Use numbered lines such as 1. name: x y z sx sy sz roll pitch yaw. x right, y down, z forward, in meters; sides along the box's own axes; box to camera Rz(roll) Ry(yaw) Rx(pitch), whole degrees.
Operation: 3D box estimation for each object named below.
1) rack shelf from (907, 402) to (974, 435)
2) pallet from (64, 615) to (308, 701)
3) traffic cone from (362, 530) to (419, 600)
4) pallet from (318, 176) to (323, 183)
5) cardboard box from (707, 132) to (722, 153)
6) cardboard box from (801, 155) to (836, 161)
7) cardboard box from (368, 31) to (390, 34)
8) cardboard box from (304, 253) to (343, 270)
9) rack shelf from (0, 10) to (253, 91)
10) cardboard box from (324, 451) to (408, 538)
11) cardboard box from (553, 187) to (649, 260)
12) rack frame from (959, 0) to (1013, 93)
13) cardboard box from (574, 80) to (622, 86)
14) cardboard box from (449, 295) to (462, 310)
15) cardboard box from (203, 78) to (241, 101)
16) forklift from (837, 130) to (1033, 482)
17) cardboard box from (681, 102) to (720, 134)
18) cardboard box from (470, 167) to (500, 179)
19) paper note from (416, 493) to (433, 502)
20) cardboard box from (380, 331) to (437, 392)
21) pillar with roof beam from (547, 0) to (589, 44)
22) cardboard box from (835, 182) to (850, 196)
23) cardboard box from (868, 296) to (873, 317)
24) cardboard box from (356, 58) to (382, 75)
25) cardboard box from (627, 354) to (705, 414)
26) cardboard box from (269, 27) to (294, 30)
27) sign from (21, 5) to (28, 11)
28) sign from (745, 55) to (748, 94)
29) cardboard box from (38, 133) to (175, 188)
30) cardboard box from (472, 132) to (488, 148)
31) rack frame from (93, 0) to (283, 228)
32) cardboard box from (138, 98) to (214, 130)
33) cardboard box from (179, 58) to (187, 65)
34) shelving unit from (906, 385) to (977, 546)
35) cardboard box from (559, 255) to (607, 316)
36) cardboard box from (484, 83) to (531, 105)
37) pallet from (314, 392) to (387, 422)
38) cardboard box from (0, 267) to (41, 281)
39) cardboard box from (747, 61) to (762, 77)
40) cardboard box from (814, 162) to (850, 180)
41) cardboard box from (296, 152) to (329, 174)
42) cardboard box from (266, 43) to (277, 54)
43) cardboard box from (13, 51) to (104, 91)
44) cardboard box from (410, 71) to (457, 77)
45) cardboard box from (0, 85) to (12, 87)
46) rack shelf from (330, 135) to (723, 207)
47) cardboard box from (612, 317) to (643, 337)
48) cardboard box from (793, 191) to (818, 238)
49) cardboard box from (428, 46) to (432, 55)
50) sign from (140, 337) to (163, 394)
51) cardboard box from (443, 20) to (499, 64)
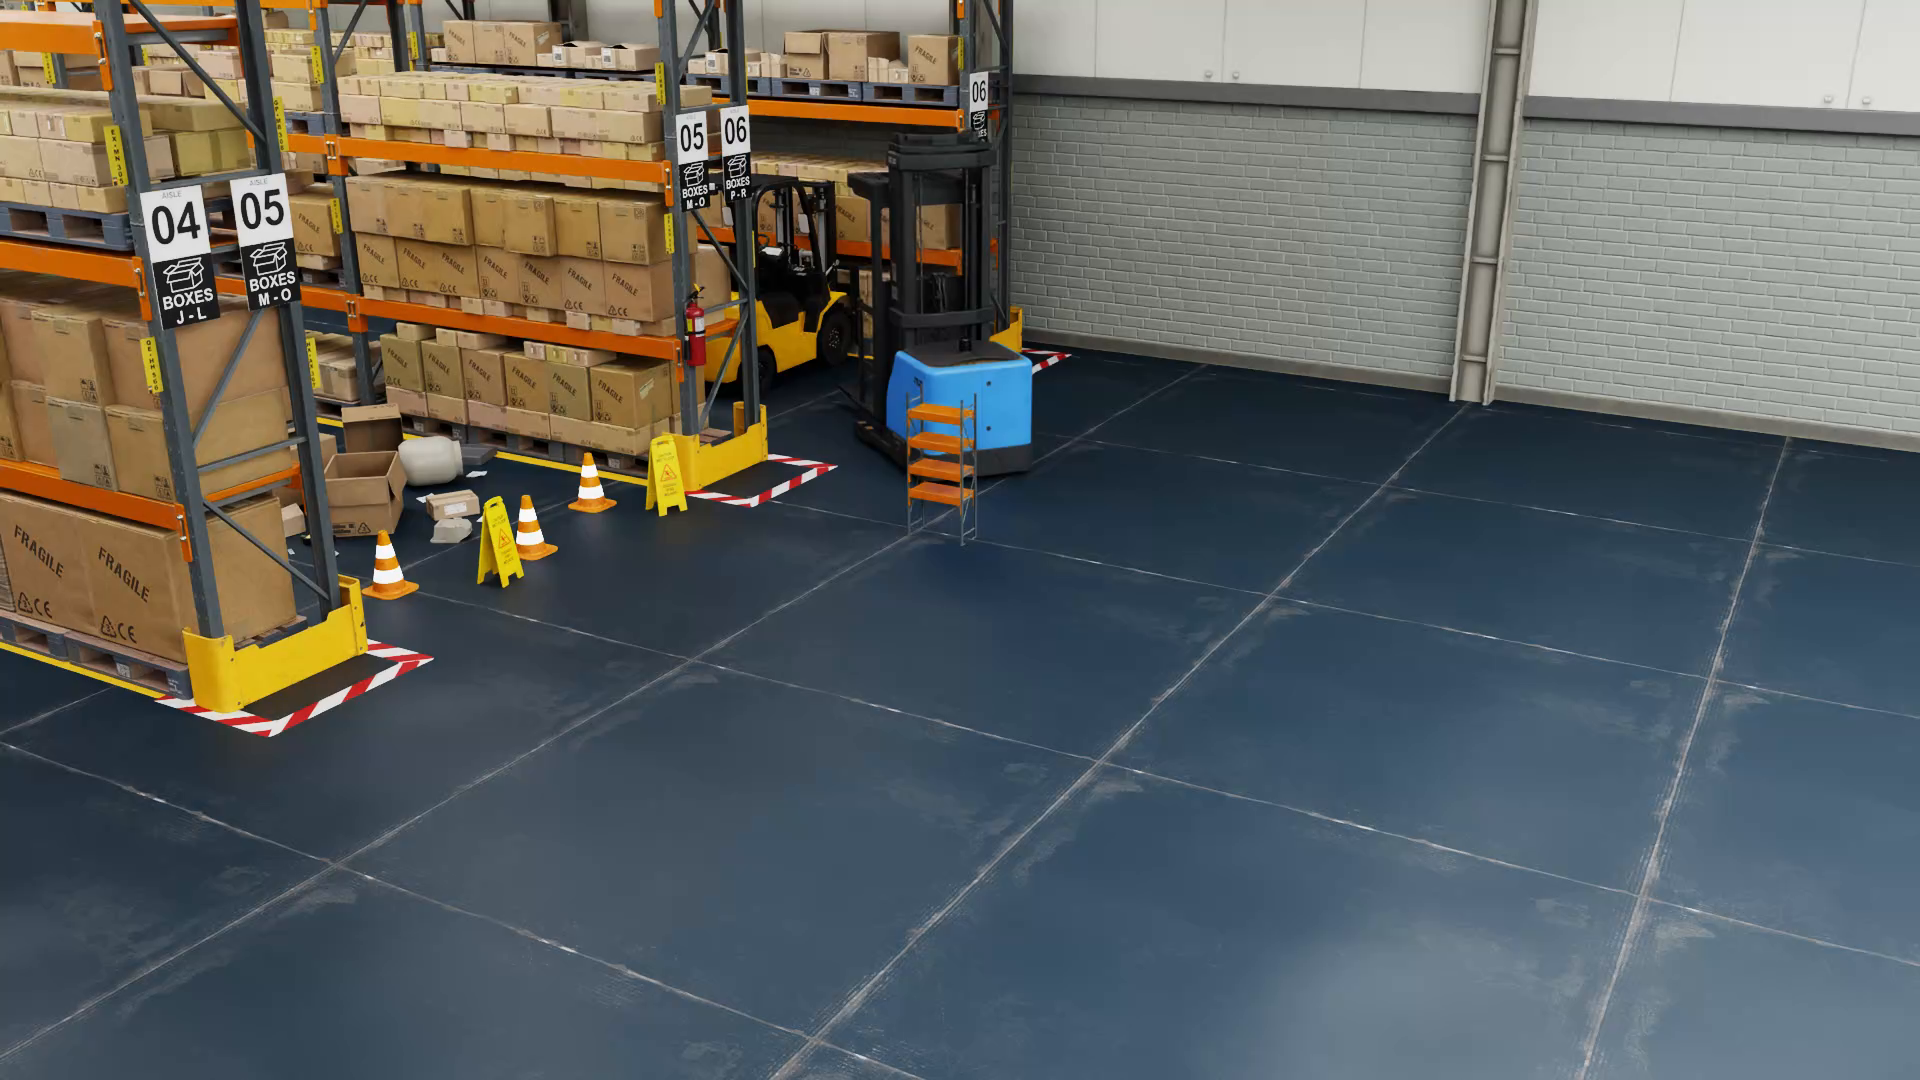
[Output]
1. rack shelf: -0.145 -0.961 13.102 0.480 0.148 0.258 11 23 27
2. pallet: -5.190 0.676 11.193 1.213 0.211 1.003 11 23 27
3. traffic cone: -4.225 0.156 12.257 0.334 0.463 0.336 11 23 27
4. pallet: -9.542 -5.234 23.678 1.213 0.211 1.003 11 23 27
5. cardboard box: -2.259 -3.460 14.474 0.250 0.149 0.380 11 23 27
6. cardboard box: -1.674 -4.466 19.743 0.250 0.149 0.380 11 22 27
7. cardboard box: -7.776 -6.802 22.518 0.250 0.149 0.380 11 23 27
8. cardboard box: -6.204 -2.764 16.339 0.250 0.149 0.380 11 23 28
9. rack shelf: -6.200 -3.152 10.500 4.000 0.370 1.077 11 23 27
10. cardboard box: -4.896 -0.381 13.677 0.637 0.503 0.797 -4 20 -10
11. cardboard box: -3.119 -2.779 14.579 0.500 0.500 0.700 11 23 28
12. rack frame: 0.289 -6.315 17.577 0.127 3.000 1.000 11 23 27
13. cardboard box: -3.200 -3.976 14.729 0.250 0.149 0.380 11 23 27
14. cardboard box: -4.562 -2.267 15.585 0.250 0.149 0.380 11 23 27
15. cardboard box: -7.085 -4.443 16.420 0.500 0.250 0.500 11 23 28
16. forklift: -0.381 -2.353 15.553 1.130 2.935 3.031 -8 21 -21
17. cardboard box: -2.437 -3.658 14.437 0.500 0.250 0.500 10 22 26
18. cardboard box: -5.990 -4.759 21.573 0.500 0.250 0.500 12 23 29
19. paper note: -4.592 -0.365 14.345 0.148 0.019 0.142 -16 26 -38
20. cardboard box: -5.237 -1.760 16.135 0.500 0.500 0.500 12 23 30
21. pillar with roof beam: -7.216 -6.415 17.853 0.400 9.000 9.100 11 23 27
22. cardboard box: -1.282 -4.027 18.969 0.250 0.149 0.380 11 23 28
23. cardboard box: -0.721 -2.709 19.117 0.500 0.250 0.500 11 22 27
24. cardboard box: -7.700 -6.261 22.047 0.500 0.250 0.500 11 23 27
25. cardboard box: -2.718 -1.494 15.401 0.500 0.500 0.500 10 22 26
26. cardboard box: -9.410 -7.076 23.244 0.250 0.149 0.380 10 22 26
27. sign: -13.943 -7.815 24.829 0.005 0.325 0.100 11 23 27
28. sign: -1.864 -3.999 14.309 0.005 0.325 0.100 11 23 27
29. cardboard box: -5.017 -2.248 9.785 0.500 0.250 0.500 11 23 28
30. cardboard box: -4.119 -3.591 14.836 0.250 0.149 0.380 11 23 28
31. rack frame: -4.454 -3.346 9.392 0.127 3.000 1.000 11 23 27
32. cardboard box: -4.808 -2.629 10.252 0.250 0.149 0.380 11 23 28
33. cardboard box: -10.857 -6.796 23.670 0.250 0.149 0.380 11 23 27
34. shelving unit: -0.145 -0.592 13.236 0.503 1.200 0.258 11 23 27
35. cardboard box: -3.171 -2.296 14.712 0.500 0.500 0.500 11 23 27
36. cardboard box: -3.922 -3.896 14.508 0.250 0.149 0.380 11 23 29
37. pallet: -6.301 -1.499 17.189 1.213 0.211 1.003 11 23 27
38. cardboard box: -6.699 -1.510 11.325 0.550 0.550 0.875 11 23 27
39. cardboard box: -2.288 -5.403 19.069 0.250 0.149 0.380 12 23 29
40. cardboard box: -1.468 -4.236 19.111 0.250 0.149 0.380 11 23 28
41. cardboard box: -8.736 -5.371 23.010 0.500 0.500 0.700 11 23 27
42. cardboard box: -9.227 -6.689 22.614 0.250 0.149 0.380 11 22 27
43. cardboard box: -9.515 -5.020 17.640 0.637 0.503 0.797 9 22 24
44. cardboard box: -4.972 -4.340 15.731 0.250 0.149 0.380 10 22 26
45. cardboard box: -6.586 -2.968 11.186 0.250 0.149 0.380 11 23 27
46. rack shelf: -3.874 -3.421 15.052 4.000 0.370 1.077 11 23 27
47. cardboard box: -2.834 -1.906 14.588 0.250 0.149 0.380 10 22 27
48. cardboard box: -1.608 -3.800 19.294 0.500 0.500 0.500 11 23 28
49. cardboard box: -6.897 -6.484 22.077 0.250 0.149 0.380 11 23 28
50. sign: -4.731 -1.022 9.739 0.005 0.325 0.100 11 23 27
51. cardboard box: -6.181 -6.333 21.118 0.500 0.500 0.500 11 23 28
